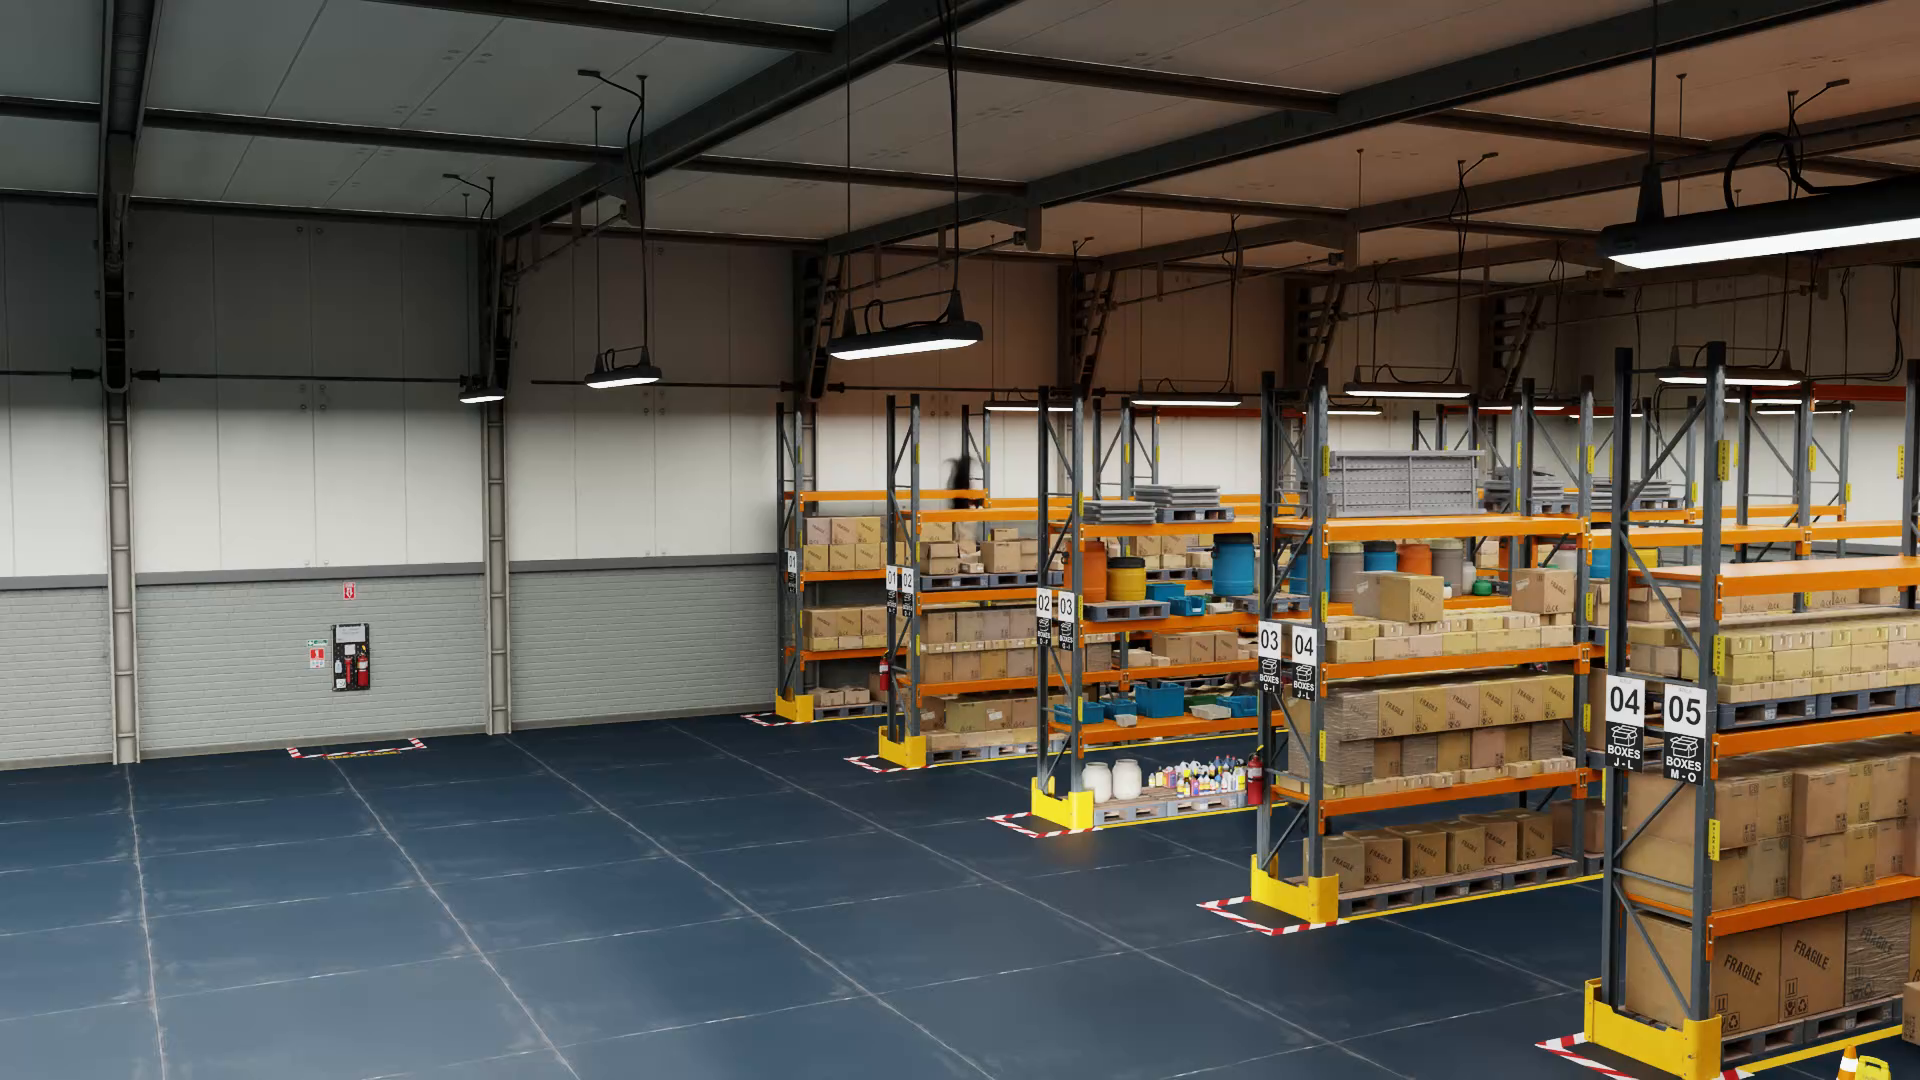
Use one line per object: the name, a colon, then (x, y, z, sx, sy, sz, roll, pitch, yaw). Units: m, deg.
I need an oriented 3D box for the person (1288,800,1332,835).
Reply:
person: (4.605, 3.126, 21.866, 0.901, 1.582, 0.640, -3, 4, -39)

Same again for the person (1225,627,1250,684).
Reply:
person: (5.467, 2.503, 32.504, 0.760, 1.613, 0.546, -1, 3, -22)
